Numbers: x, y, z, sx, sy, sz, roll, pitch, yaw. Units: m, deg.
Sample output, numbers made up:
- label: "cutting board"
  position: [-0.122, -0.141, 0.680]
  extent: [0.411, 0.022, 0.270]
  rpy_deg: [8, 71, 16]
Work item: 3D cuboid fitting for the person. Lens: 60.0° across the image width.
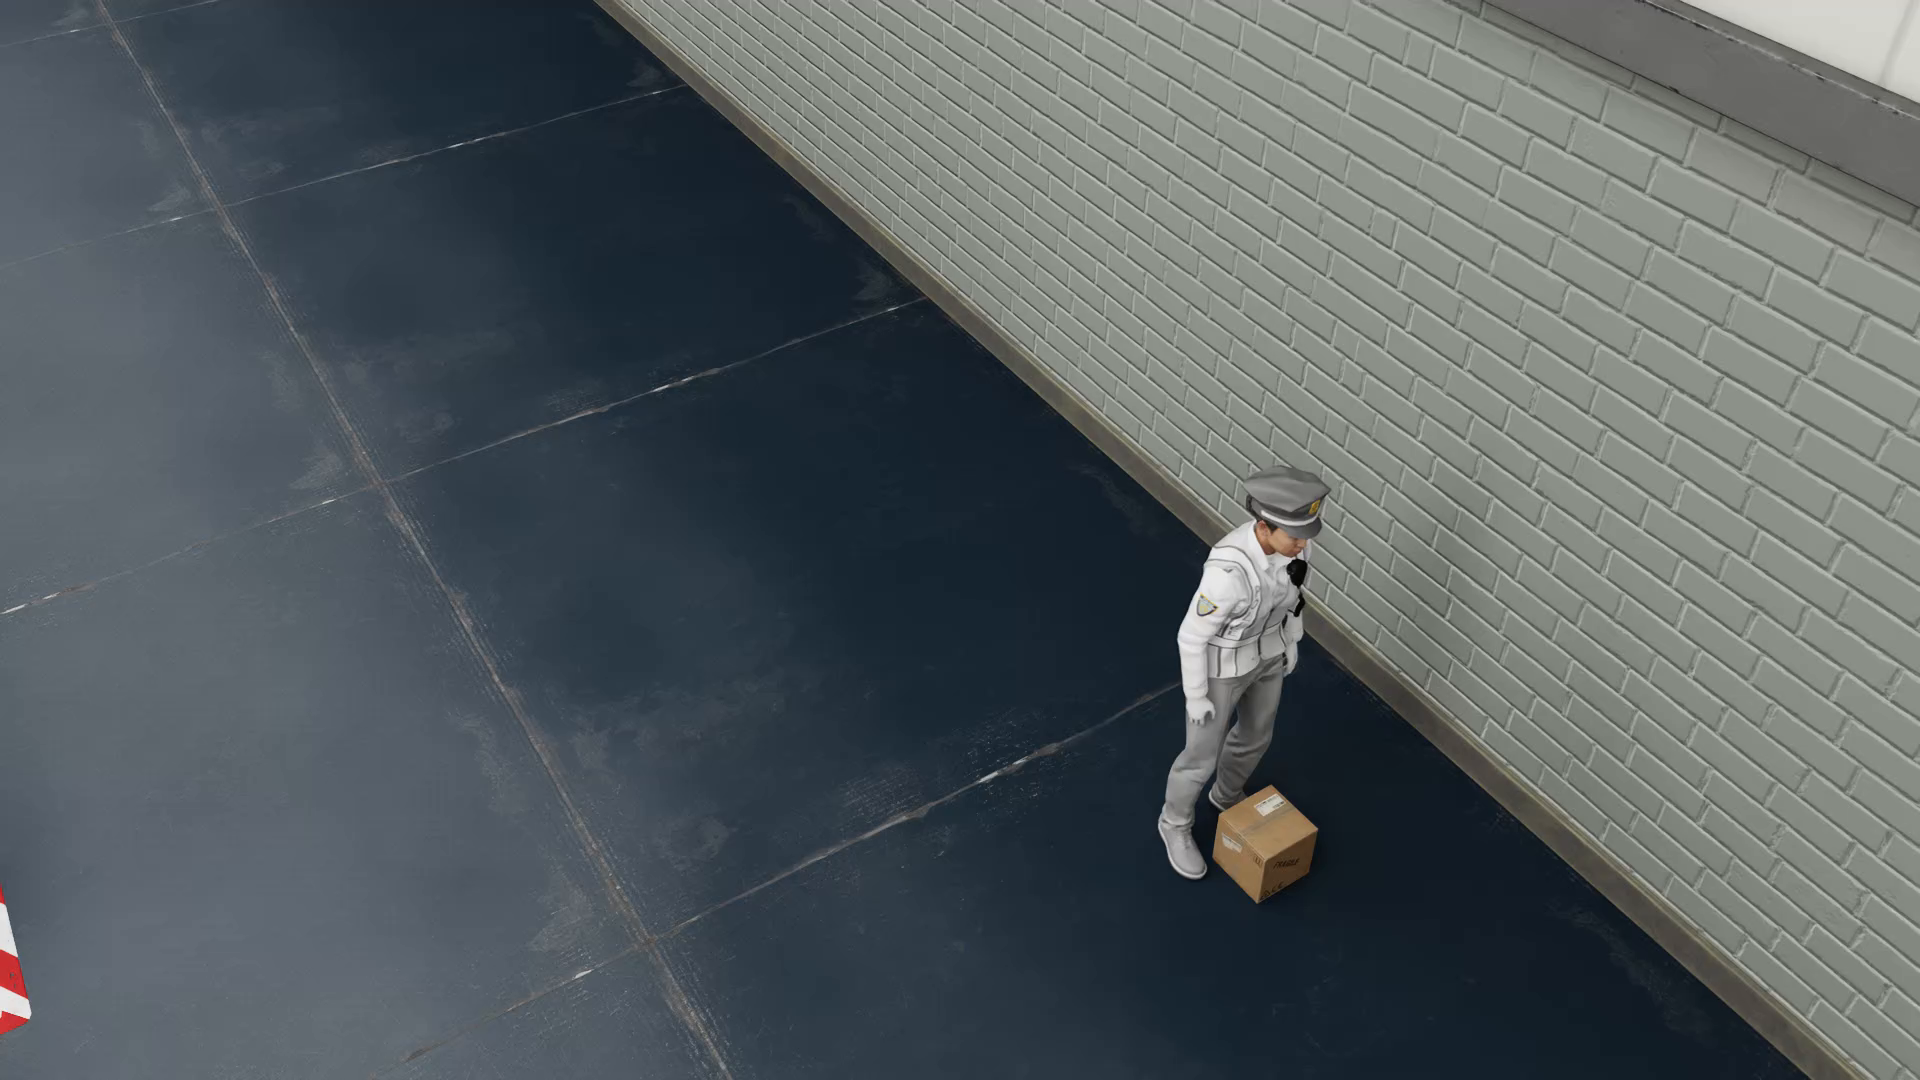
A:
- label: "person"
  position: [0.954, 0.429, 5.662]
  extent: [0.547, 1.663, 0.375]
  rpy_deg: [-26, 47, -26]
